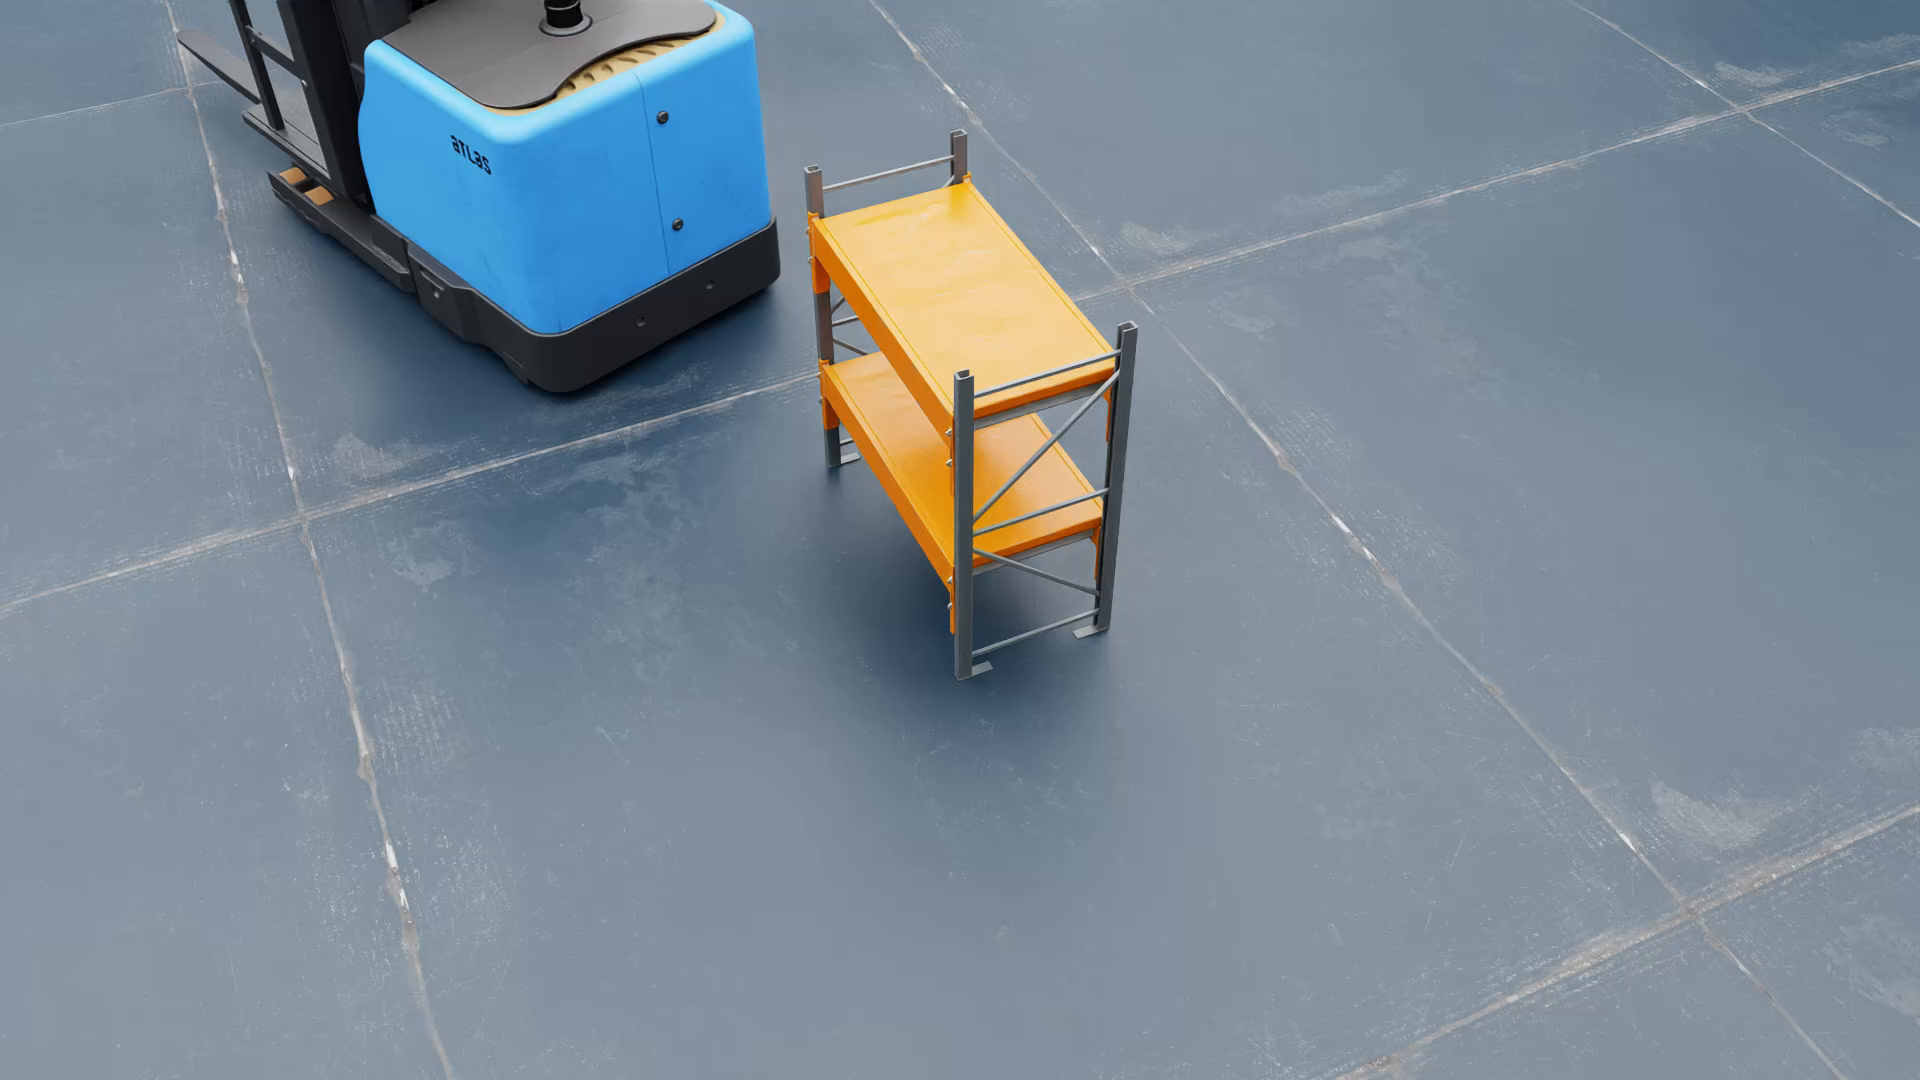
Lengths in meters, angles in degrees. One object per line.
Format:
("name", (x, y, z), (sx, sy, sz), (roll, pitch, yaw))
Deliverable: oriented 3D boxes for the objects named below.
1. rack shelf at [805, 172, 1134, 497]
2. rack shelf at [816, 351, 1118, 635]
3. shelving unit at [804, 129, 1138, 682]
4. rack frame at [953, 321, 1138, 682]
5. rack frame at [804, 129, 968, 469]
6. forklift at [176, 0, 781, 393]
("rack shelf", (0.003, -0.604, 4.645), (0.538, 0.278, 1.000), (-18, 47, -17))
("rack shelf", (0.003, -0.222, 5.022), (0.538, 0.278, 1.000), (-18, 47, -17))
("shelving unit", (0.003, -0.396, 4.851), (0.538, 1.125, 1.048), (-18, 47, -17))
("rack frame", (0.217, -0.072, 4.522), (0.500, 1.125, 0.032), (-18, 47, -17))
("rack frame", (-0.211, -0.720, 5.179), (0.500, 1.125, 0.032), (-18, 47, -17))
("forklift", (-2.060, -2.474, 5.670), (3.031, 2.935, 1.130), (35, 54, 30))
